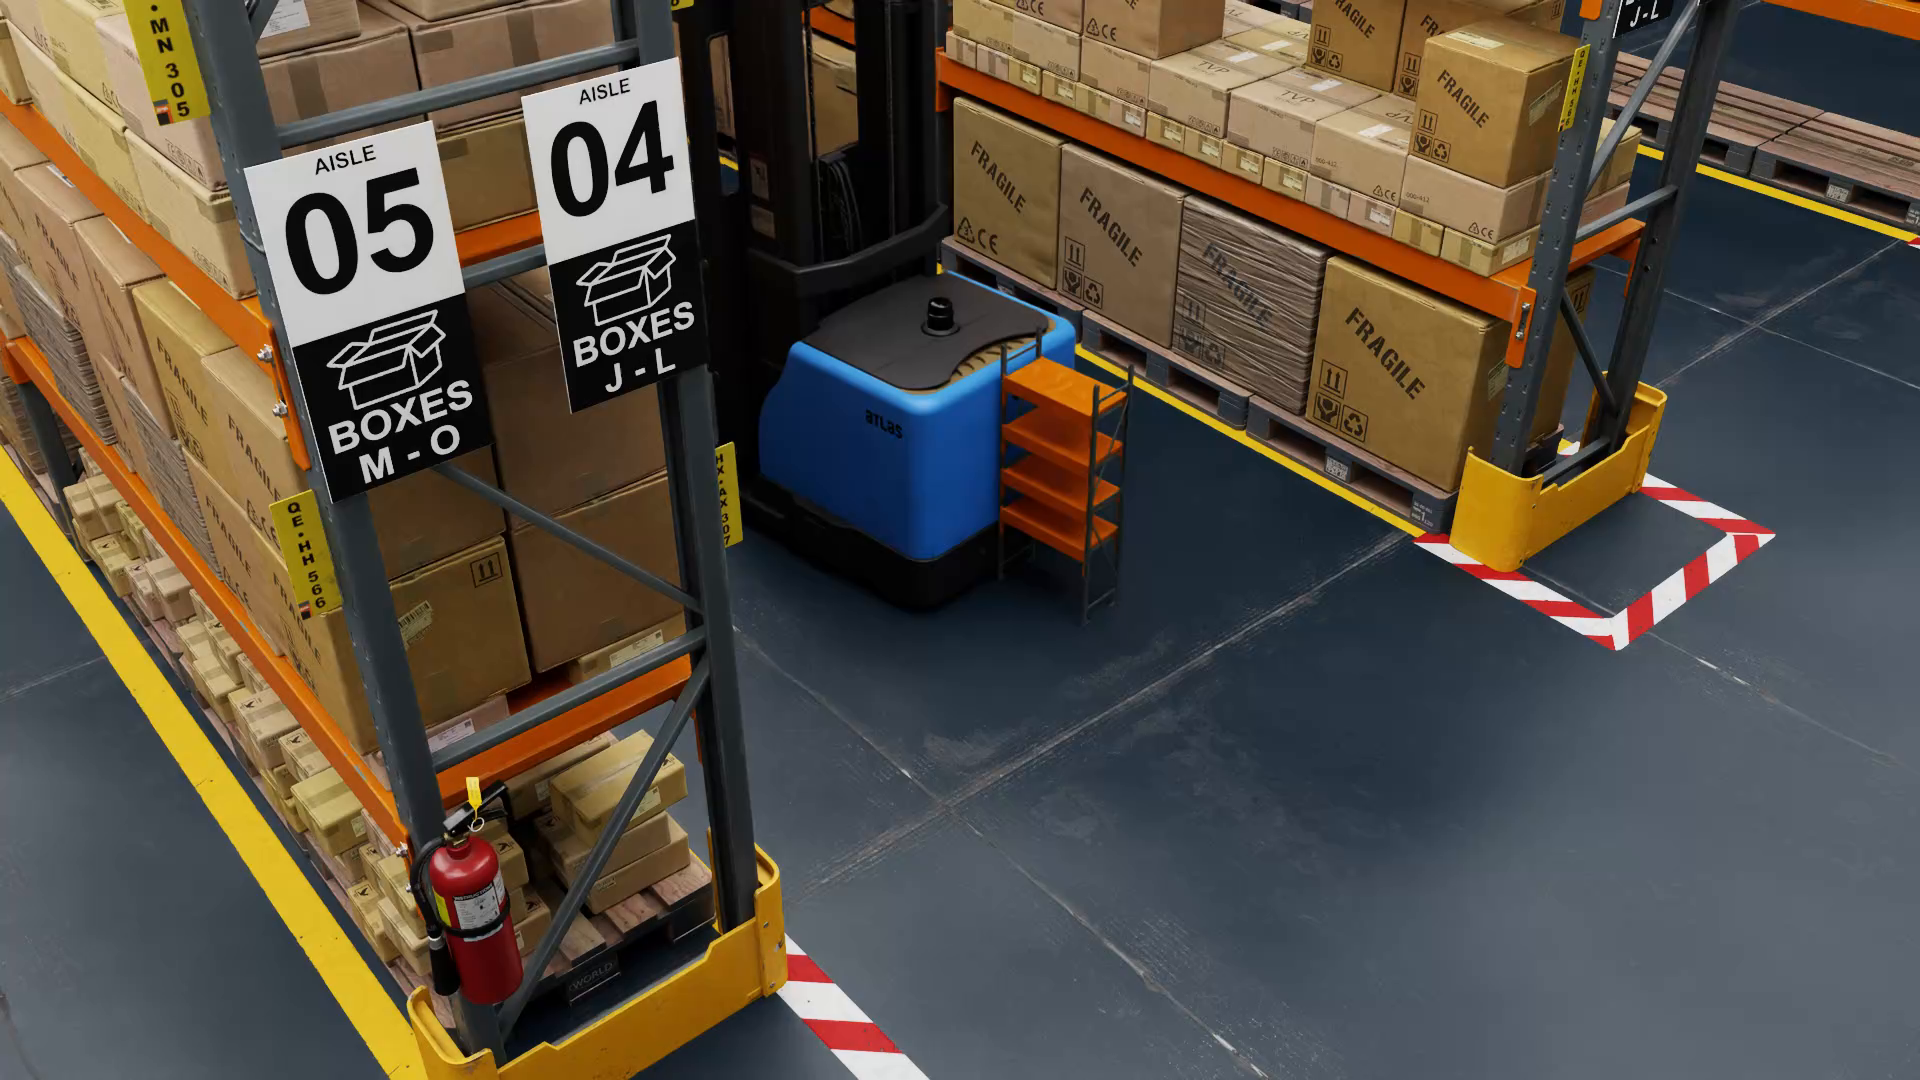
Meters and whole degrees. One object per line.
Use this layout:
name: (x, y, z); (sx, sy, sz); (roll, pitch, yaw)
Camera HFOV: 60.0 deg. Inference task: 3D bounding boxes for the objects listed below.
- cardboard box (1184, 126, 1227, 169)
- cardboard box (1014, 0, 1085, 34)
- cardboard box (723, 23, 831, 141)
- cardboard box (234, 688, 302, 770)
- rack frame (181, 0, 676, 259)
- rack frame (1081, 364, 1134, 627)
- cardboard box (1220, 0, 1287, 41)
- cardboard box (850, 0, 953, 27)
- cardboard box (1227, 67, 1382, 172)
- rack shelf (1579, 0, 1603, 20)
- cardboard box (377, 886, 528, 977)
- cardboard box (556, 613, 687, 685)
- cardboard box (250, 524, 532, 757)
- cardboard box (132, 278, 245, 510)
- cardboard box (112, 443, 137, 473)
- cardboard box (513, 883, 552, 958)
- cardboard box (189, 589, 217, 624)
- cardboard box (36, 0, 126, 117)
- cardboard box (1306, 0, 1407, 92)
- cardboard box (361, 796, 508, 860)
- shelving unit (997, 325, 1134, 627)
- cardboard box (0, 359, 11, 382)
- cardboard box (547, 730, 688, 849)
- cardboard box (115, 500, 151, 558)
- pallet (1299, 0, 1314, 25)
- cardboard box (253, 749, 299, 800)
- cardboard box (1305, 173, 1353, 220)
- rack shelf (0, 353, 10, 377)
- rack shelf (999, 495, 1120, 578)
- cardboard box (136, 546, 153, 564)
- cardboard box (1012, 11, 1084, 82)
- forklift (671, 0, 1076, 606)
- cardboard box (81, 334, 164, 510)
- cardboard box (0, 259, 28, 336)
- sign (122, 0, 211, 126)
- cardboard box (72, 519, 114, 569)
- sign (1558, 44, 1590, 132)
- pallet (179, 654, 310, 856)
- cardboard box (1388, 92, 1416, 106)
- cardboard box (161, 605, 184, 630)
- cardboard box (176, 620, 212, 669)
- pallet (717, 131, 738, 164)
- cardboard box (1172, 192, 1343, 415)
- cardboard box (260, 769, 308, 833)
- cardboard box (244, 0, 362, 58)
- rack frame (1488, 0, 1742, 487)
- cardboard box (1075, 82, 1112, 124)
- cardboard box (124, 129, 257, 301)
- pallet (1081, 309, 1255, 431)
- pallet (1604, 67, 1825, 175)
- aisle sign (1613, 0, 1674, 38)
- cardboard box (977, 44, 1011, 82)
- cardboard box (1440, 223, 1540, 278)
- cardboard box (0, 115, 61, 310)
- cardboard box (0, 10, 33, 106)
cardboard box: (1.321, -1.971, 8.156); (0.380, 0.149, 0.250); (-25, 42, -31)
cardboard box: (0.633, -2.970, 8.571); (0.500, 0.500, 0.500); (-26, 43, -32)
cardboard box: (-0.798, -3.104, 11.013); (1.225, 0.875, 0.875); (-28, 44, -33)
cardboard box: (-2.317, 0.616, 5.874); (0.380, 0.149, 0.250); (-24, 42, -30)
rack frame: (-1.065, -2.007, 2.799); (1.000, 3.000, 0.127); (-26, 43, -32)
rack frame: (0.612, -0.164, 6.943); (0.015, 1.200, 0.240); (28, 44, 34)
cardboard box: (1.358, -2.641, 8.756); (0.500, 0.250, 0.500); (-25, 42, -31)
cardboard box: (-0.303, -3.276, 9.694); (0.500, 0.500, 0.500); (-26, 43, -32)
cardboard box: (1.618, -1.989, 7.835); (0.500, 0.250, 0.500); (-28, 44, -33)
rack shelf: (1.498, -3.178, 7.669); (1.077, 0.370, 4.000); (-26, 43, -32)
cardboard box: (-1.624, 1.185, 5.328); (0.380, 0.149, 0.250); (-27, 44, -33)
cardboard box: (-1.024, 0.278, 4.980); (0.380, 0.149, 0.250); (-26, 43, -32)
cardboard box: (-1.552, 0.176, 4.562); (0.500, 0.500, 0.500); (-25, 42, -31)
cardboard box: (-1.877, -0.462, 4.599); (0.500, 0.500, 0.500); (-28, 44, -33)
cardboard box: (-2.827, -0.412, 5.954); (0.380, 0.149, 0.250); (-24, 42, -30)
cardboard box: (-1.564, 1.278, 5.453); (0.380, 0.149, 0.250); (-25, 42, -31)
cardboard box: (-2.723, 0.229, 6.419); (0.380, 0.149, 0.250); (-28, 44, -34)
cardboard box: (-1.888, -1.260, 4.036); (0.500, 0.250, 0.500); (-27, 44, -33)
cardboard box: (2.024, -2.491, 7.895); (0.500, 0.500, 0.500); (-27, 44, -33)
cardboard box: (-1.719, 0.918, 5.446); (0.380, 0.149, 0.250); (-25, 42, -31)
shelving unit: (0.434, -0.260, 7.080); (0.503, 1.200, 0.258); (28, 44, 34)
cardboard box: (-4.320, -1.017, 7.741); (0.500, 0.250, 0.500); (-27, 44, -33)
cardboard box: (-1.144, 0.832, 5.569); (0.380, 0.149, 0.250); (-28, 44, -34)
cardboard box: (-3.249, -0.110, 6.898); (0.380, 0.149, 0.250); (-27, 43, -32)
pallet: (3.525, -4.196, 13.492); (1.003, 0.211, 1.213); (-26, 43, -32)
cardboard box: (-2.305, 0.732, 5.967); (0.380, 0.149, 0.250); (-25, 42, -31)
cardboard box: (1.816, -1.633, 7.678); (0.380, 0.149, 0.250); (-25, 42, -31)
rack shelf: (-4.937, -1.915, 8.481); (1.077, 0.370, 4.000); (-26, 43, -32)
rack shelf: (0.434, -0.044, 7.233); (0.480, 0.148, 0.258); (28, 44, 34)
cardboard box: (-3.240, -0.003, 7.005); (0.380, 0.149, 0.250); (-26, 43, -32)
cardboard box: (0.628, -2.664, 8.789); (0.500, 0.250, 0.500); (-26, 43, -32)
forklift: (-0.897, -1.645, 7.537); (3.031, 2.935, 1.130); (28, 44, 34)
cardboard box: (-2.529, -0.497, 5.513); (0.500, 0.500, 0.500); (-24, 42, -30)
cardboard box: (-3.519, -1.175, 6.470); (0.500, 0.500, 0.500); (-27, 43, -33)
sign: (-1.502, -0.947, 3.130); (0.100, 0.325, 0.005); (-26, 43, -32)
cardboard box: (-3.657, -0.053, 7.332); (0.380, 0.149, 0.250); (-28, 44, -34)
sign: (2.366, -1.738, 6.401); (0.100, 0.325, 0.005); (-26, 43, -32)
pallet: (-2.395, 0.635, 6.671); (1.003, 0.211, 1.213); (-26, 43, -32)
cardboard box: (2.345, -1.964, 7.801); (0.500, 0.250, 0.500); (-27, 43, -32)
cardboard box: (-3.083, 0.249, 6.907); (0.380, 0.149, 0.250); (-27, 43, -33)
cardboard box: (-2.794, 0.383, 6.460); (0.380, 0.149, 0.250); (-26, 43, -32)
pallet: (-1.139, -2.844, 11.583); (1.003, 0.211, 1.213); (-26, 43, -32)
cardboard box: (1.728, -1.323, 8.498); (0.875, 0.875, 0.875); (-26, 43, -32)
cardboard box: (-2.294, 0.860, 6.043); (0.380, 0.149, 0.250); (-28, 44, -34)
cardboard box: (-1.504, -1.126, 3.502); (0.380, 0.149, 0.250); (-26, 43, -32)
rack frame: (2.789, -1.365, 7.081); (1.000, 3.000, 0.127); (-26, 43, -32)
cardboard box: (0.821, -2.313, 8.638); (0.380, 0.149, 0.250); (-27, 43, -32)
cardboard box: (-1.561, -0.824, 3.853); (0.500, 0.250, 0.500); (-27, 43, -33)
pallet: (1.430, -1.089, 9.105); (1.003, 0.211, 1.213); (-26, 43, -32)
pallet: (5.287, -2.991, 11.790); (1.003, 0.211, 1.213); (-26, 43, -32)
aisle sign: (2.606, -2.282, 6.127); (0.394, 0.787, 0.004); (-26, 43, -32)
cardboard box: (0.314, -2.657, 9.124); (0.380, 0.149, 0.250); (-28, 44, -33)
cardboard box: (2.308, -1.296, 7.203); (0.380, 0.149, 0.250); (-25, 42, -31)
cardboard box: (-2.894, -1.148, 5.567); (0.500, 0.500, 0.500); (-25, 42, -31)
cardboard box: (-2.564, -1.498, 4.805); (0.500, 0.250, 0.500); (-24, 42, -30)
